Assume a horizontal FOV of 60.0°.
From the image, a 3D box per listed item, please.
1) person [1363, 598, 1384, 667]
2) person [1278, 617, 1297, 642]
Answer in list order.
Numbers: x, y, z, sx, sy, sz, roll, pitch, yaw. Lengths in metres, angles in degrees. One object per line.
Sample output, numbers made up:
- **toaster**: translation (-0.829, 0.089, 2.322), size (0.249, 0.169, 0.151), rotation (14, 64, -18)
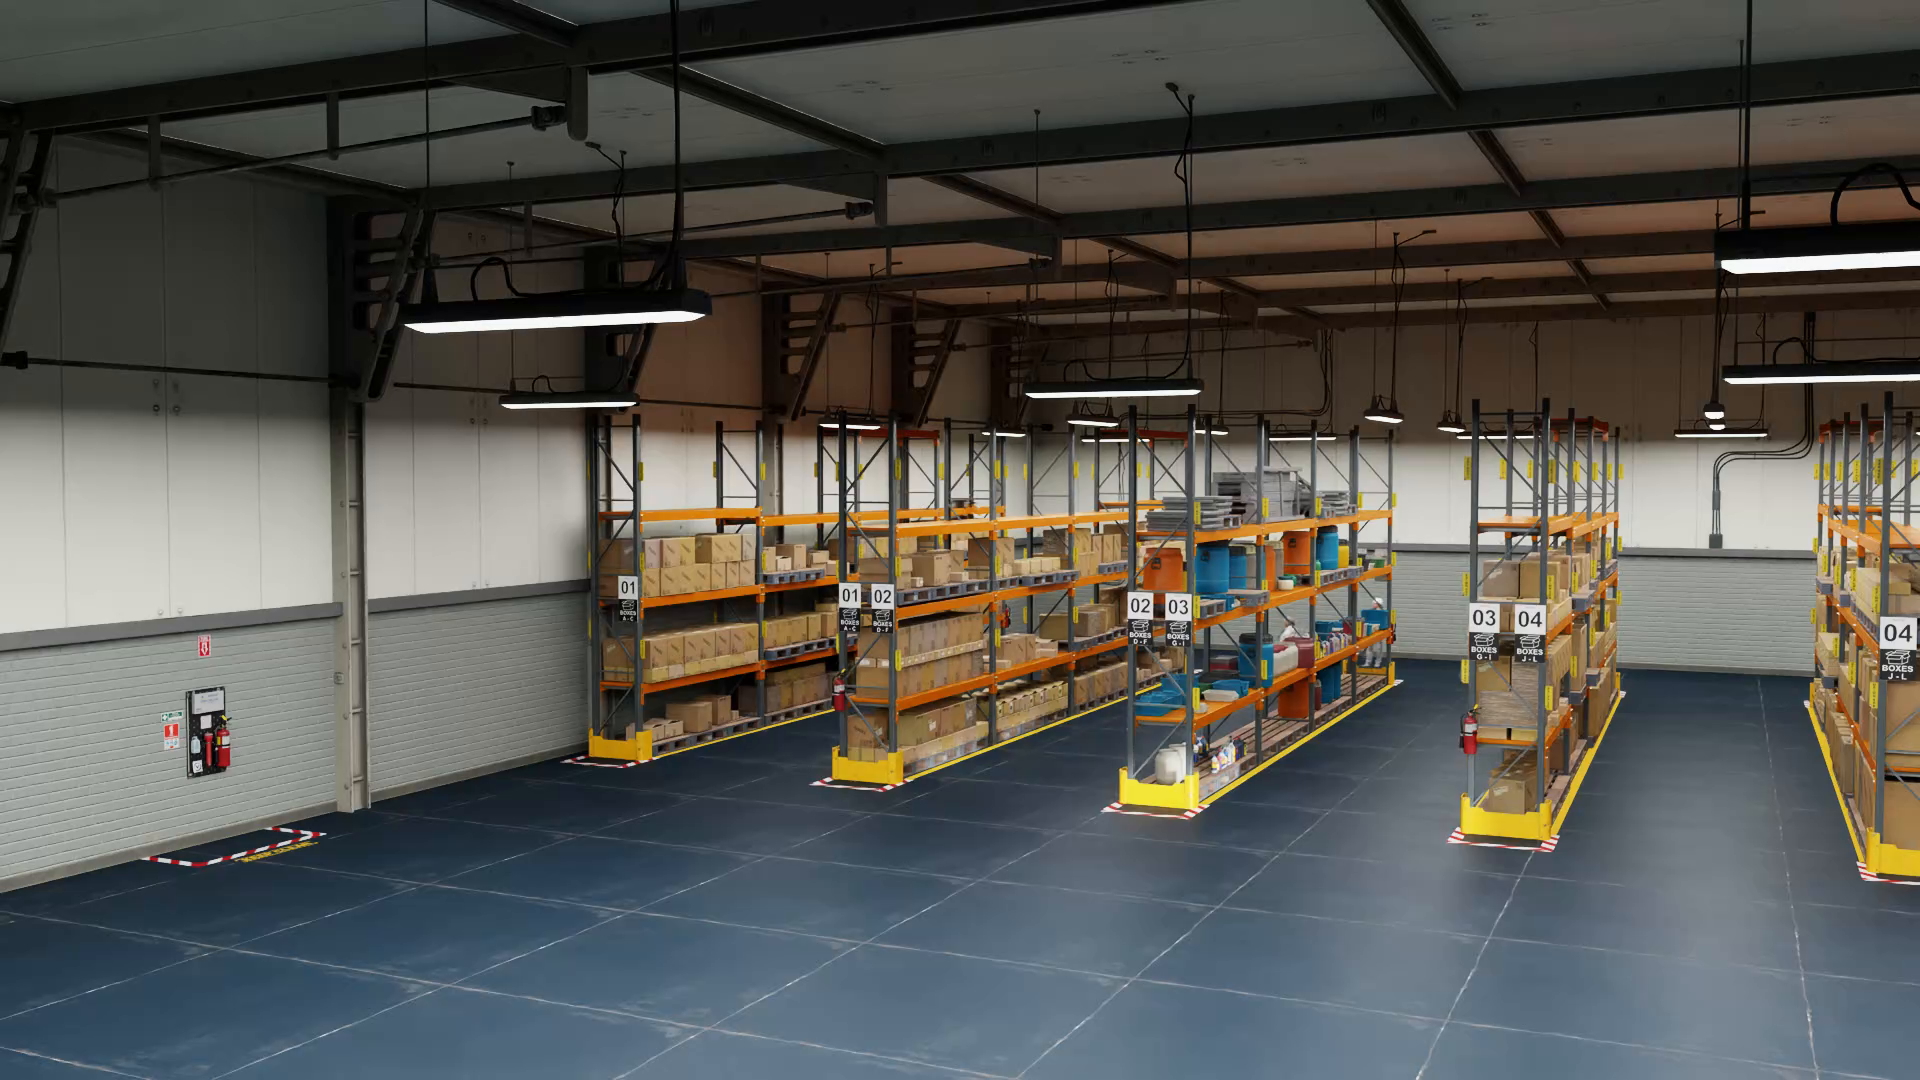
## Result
- **person**: translation (10.637, 2.369, 42.523), size (0.538, 1.773, 0.508), rotation (2, 3, 36)
- **person**: translation (7.537, 2.586, 38.548), size (0.587, 1.626, 0.870), rotation (-2, 3, -43)
